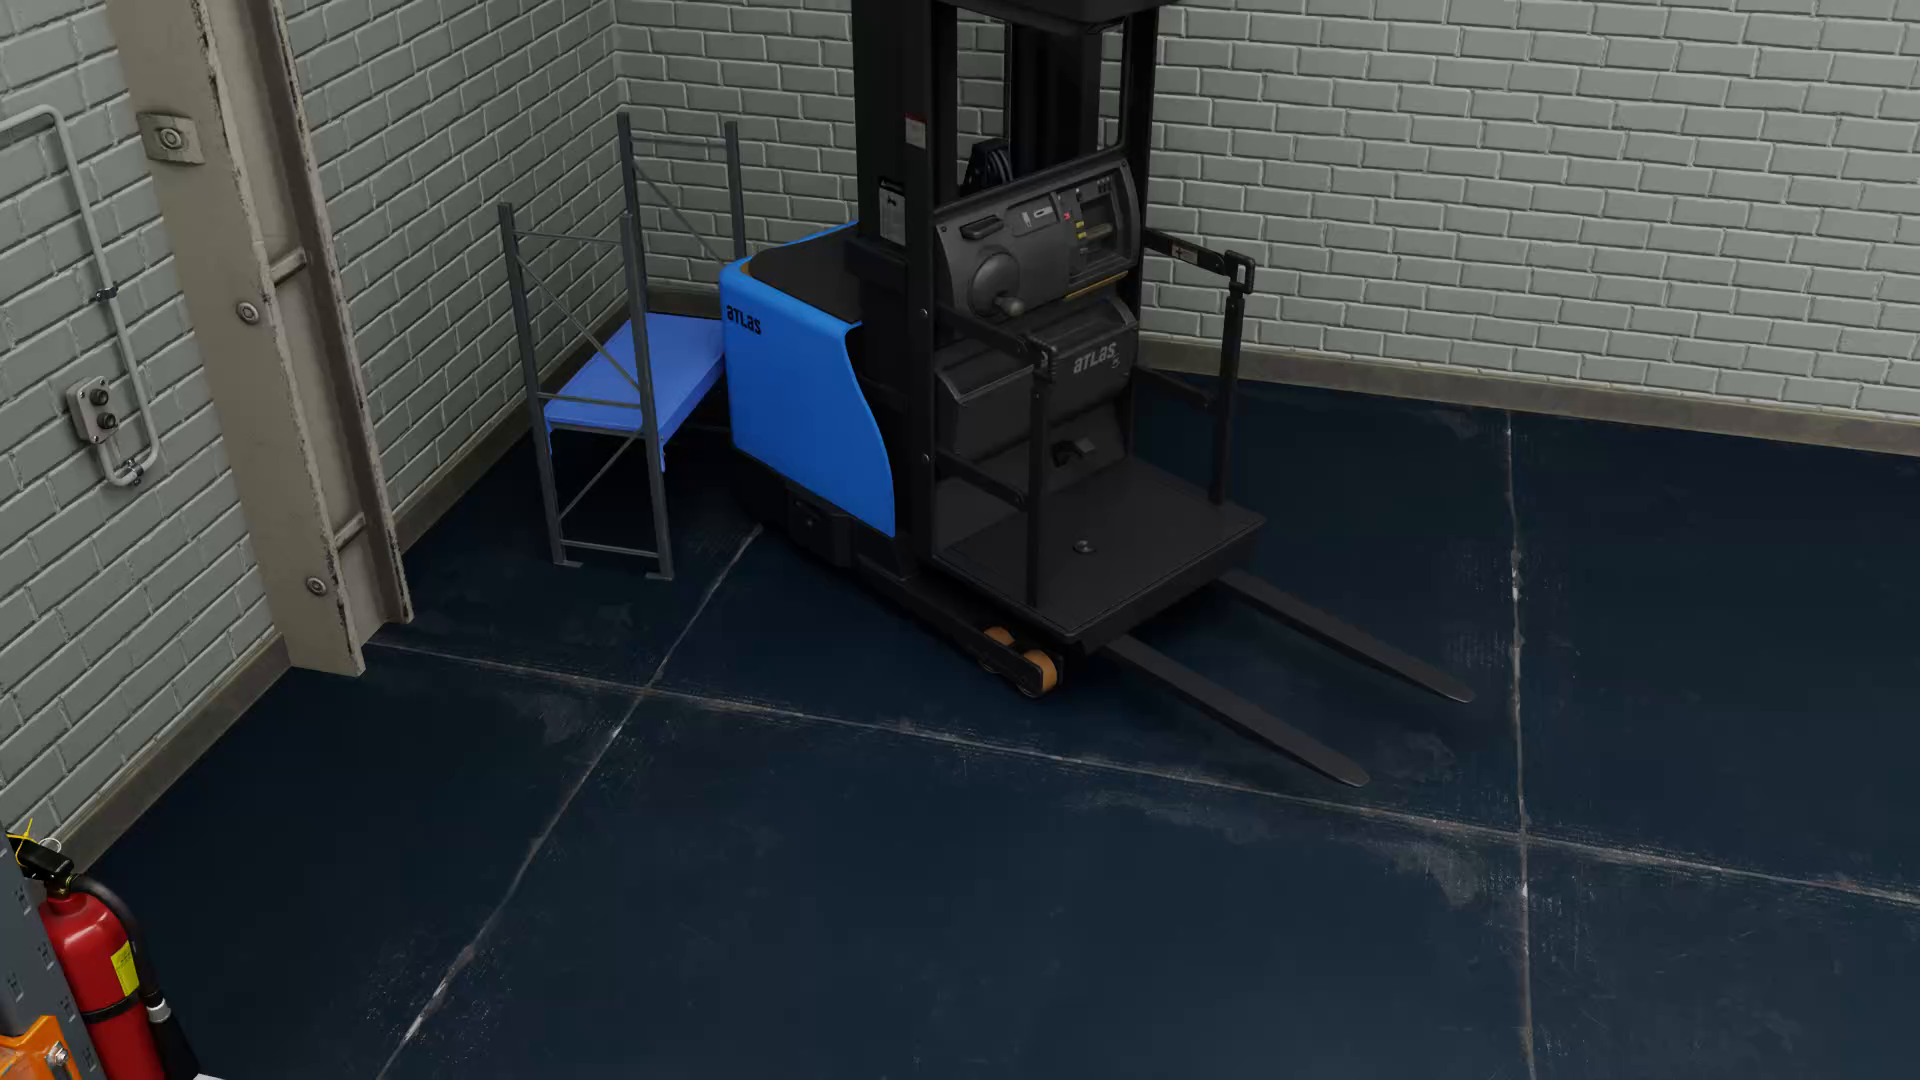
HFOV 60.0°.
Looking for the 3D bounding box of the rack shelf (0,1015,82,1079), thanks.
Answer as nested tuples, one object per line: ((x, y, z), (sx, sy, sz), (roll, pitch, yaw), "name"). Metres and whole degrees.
((-2.618, 1.963, 1.536), (1.077, 0.370, 4.000), (8, 33, 12), "rack shelf")

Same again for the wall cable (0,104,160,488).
((-2.701, -0.600, 3.951), (0.084, 1.984, 1.851), (8, 33, 12), "wall cable")

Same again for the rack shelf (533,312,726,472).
((-1.245, -0.624, 6.669), (0.538, 0.185, 1.000), (7, 33, 12), "rack shelf")

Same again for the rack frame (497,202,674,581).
((-1.366, -0.511, 6.155), (0.500, 1.500, 0.032), (7, 33, 12), "rack frame")

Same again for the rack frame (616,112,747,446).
((-1.124, -1.041, 6.989), (0.500, 1.500, 0.032), (7, 33, 12), "rack frame")

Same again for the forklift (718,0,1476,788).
((0.430, -0.995, 5.584), (1.130, 2.935, 3.031), (-27, 41, -36), "forklift")

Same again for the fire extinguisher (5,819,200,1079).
((-1.626, 0.796, 3.121), (0.296, 0.674, 0.183), (8, 33, 12), "fire extinguisher")

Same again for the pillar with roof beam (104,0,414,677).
((1.902, -2.843, 2.834), (9.100, 9.000, 0.400), (8, 33, 12), "pillar with roof beam")

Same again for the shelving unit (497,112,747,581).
((-1.245, -0.776, 6.572), (0.538, 1.500, 1.048), (7, 33, 12), "shelving unit")

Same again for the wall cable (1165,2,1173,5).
((-0.330, -3.486, 6.740), (3.097, 2.526, 0.112), (8, 33, 12), "wall cable")
